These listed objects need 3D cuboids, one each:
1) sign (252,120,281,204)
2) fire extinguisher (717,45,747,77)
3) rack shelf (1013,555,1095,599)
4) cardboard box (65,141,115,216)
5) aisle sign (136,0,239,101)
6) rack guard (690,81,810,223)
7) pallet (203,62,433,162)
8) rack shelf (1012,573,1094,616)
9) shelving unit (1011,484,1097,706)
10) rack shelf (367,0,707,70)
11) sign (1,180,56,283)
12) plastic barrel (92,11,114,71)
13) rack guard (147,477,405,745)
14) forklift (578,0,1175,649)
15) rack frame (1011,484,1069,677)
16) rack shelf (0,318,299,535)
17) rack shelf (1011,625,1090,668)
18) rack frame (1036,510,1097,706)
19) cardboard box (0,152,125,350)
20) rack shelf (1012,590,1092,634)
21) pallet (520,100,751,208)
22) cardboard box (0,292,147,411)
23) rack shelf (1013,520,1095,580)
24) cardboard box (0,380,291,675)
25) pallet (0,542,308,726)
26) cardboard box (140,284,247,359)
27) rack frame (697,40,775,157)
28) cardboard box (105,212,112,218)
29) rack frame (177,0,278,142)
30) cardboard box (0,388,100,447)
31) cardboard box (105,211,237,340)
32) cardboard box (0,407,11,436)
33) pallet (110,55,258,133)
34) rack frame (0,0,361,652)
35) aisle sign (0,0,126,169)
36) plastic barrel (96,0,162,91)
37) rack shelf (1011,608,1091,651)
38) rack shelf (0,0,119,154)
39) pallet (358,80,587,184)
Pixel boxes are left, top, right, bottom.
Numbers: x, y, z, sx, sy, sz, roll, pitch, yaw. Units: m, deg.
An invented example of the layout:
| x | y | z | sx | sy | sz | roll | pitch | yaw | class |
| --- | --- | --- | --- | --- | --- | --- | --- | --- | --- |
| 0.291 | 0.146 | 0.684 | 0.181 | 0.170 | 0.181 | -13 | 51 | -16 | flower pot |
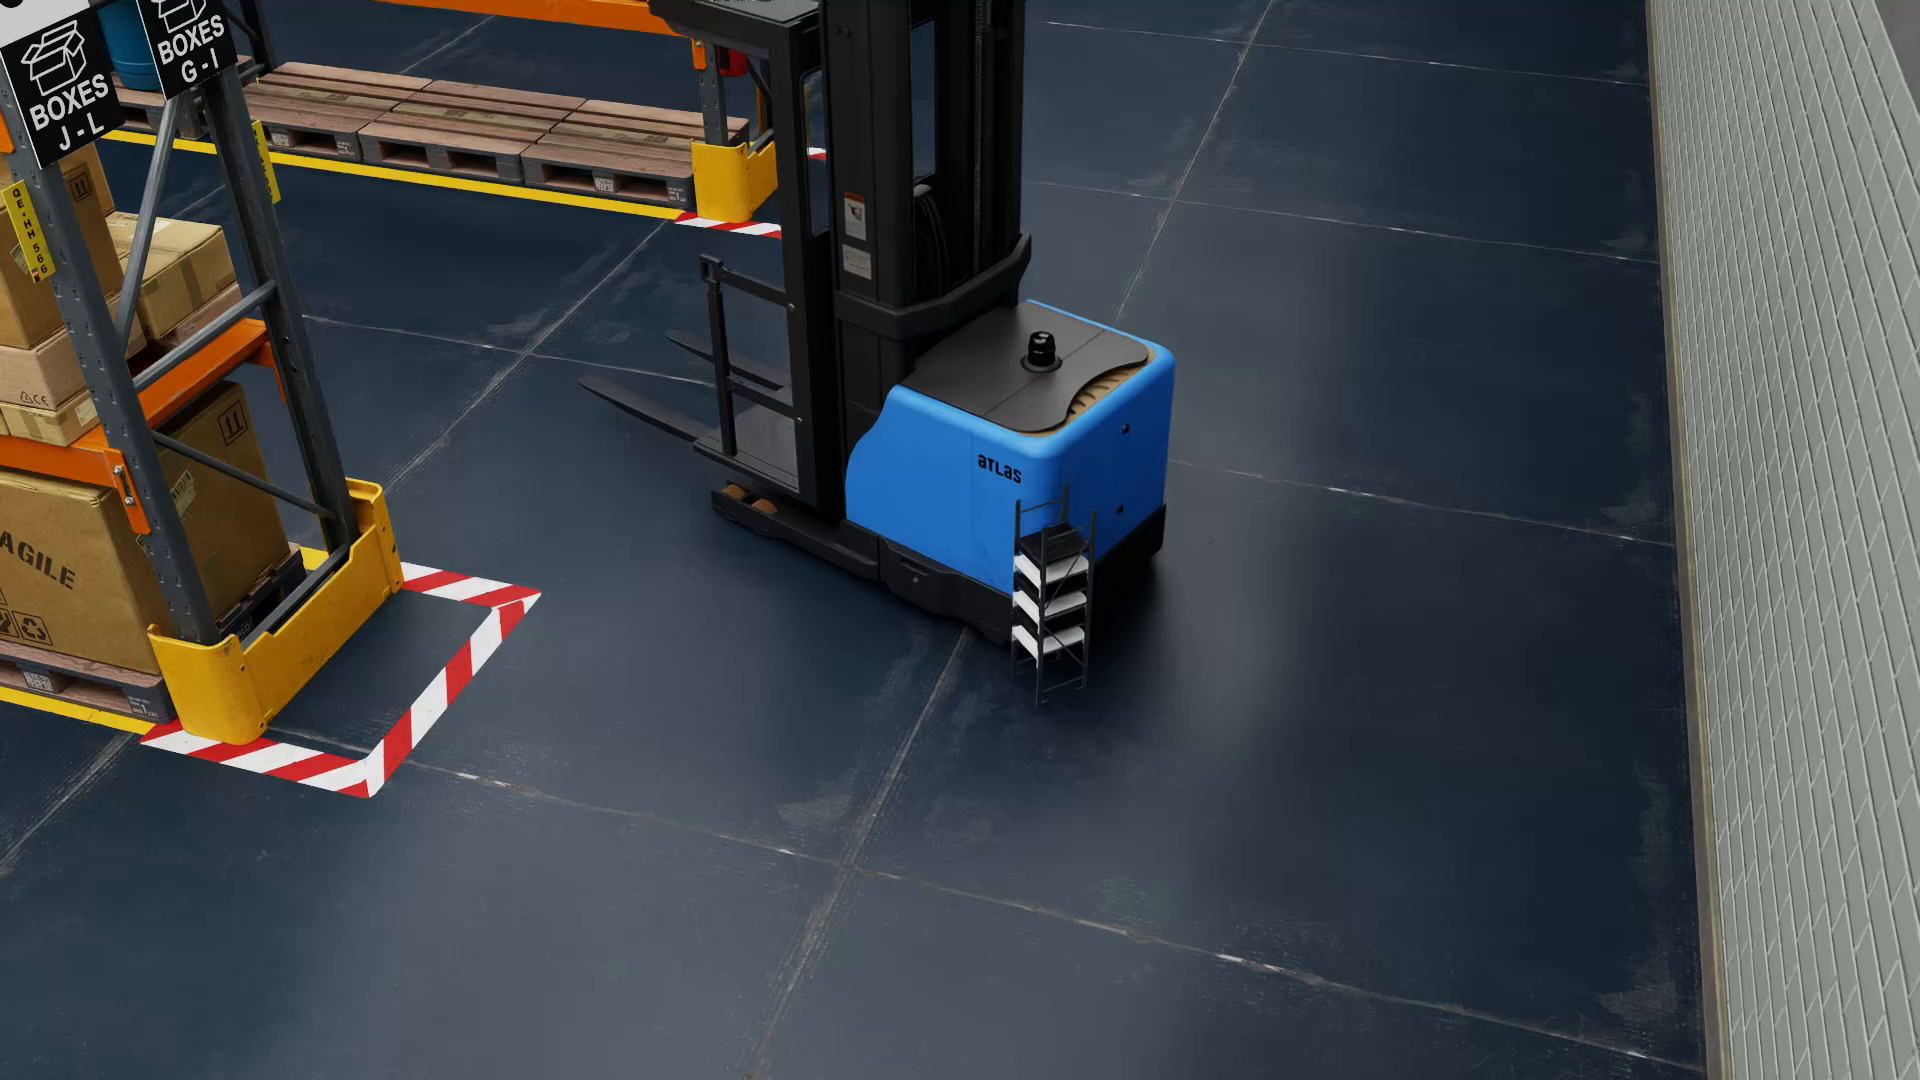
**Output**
| x | y | z | sx | sy | sz | roll | pitch | yaw | class |
| --- | --- | --- | --- | --- | --- | --- | --- | --- | --- |
| -2.675 | -1.437 | 6.375 | 0.005 | 0.325 | 0.100 | 10 | 38 | 14 | sign |
| -1.361 | -3.081 | 9.786 | 0.183 | 0.674 | 0.296 | 10 | 38 | 14 | fire extinguisher |
| 0.370 | 0.111 | 6.593 | 0.258 | 0.077 | 0.200 | -18 | 40 | -23 | rack shelf |
| -3.702 | -1.431 | 6.407 | 0.500 | 0.500 | 0.500 | 10 | 37 | 13 | cardboard box |
| -2.688 | -1.948 | 5.673 | 0.004 | 0.787 | 0.394 | 10 | 38 | 14 | aisle sign |
| -1.343 | -2.543 | 10.783 | 0.348 | 0.500 | 1.175 | 10 | 38 | 14 | rack guard |
| -4.474 | -3.022 | 11.678 | 1.213 | 0.211 | 1.003 | 10 | 38 | 14 | pallet |
| 0.370 | 0.183 | 6.646 | 0.258 | 0.077 | 0.200 | -18 | 40 | -23 | rack shelf |
| 0.370 | 0.229 | 6.680 | 0.258 | 0.900 | 0.210 | -18 | 40 | -23 | shelving unit |
| -3.279 | -3.610 | 10.731 | 4.000 | 0.370 | 1.077 | 10 | 38 | 14 | rack shelf |
| -3.022 | -1.001 | 5.403 | 0.005 | 0.325 | 0.100 | 10 | 38 | 14 | sign |
| -6.378 | -3.808 | 11.810 | 0.708 | 0.901 | 0.600 | 10 | 38 | 14 | plastic barrel |
| -2.824 | 0.267 | 6.965 | 0.348 | 0.500 | 1.175 | 10 | 38 | 14 | rack guard |
| -0.550 | -1.426 | 7.215 | 3.031 | 2.935 | 1.130 | 24 | 43 | 29 | forklift |
| 0.321 | 0.176 | 6.751 | 0.240 | 0.900 | 0.006 | -18 | 40 | -23 | rack frame |
| -4.756 | -0.808 | 6.924 | 4.000 | 0.370 | 1.077 | 10 | 38 | 14 | rack shelf |
| 0.370 | 0.401 | 6.806 | 0.258 | 0.077 | 0.200 | -18 | 40 | -23 | rack shelf |
| 0.420 | 0.282 | 6.608 | 0.240 | 0.900 | 0.006 | -18 | 40 | -23 | rack frame |
| -3.390 | -1.043 | 5.879 | 0.500 | 0.500 | 0.500 | 11 | 38 | 14 | cardboard box |
| 0.370 | 0.256 | 6.699 | 0.258 | 0.077 | 0.200 | -18 | 40 | -23 | rack shelf |
| -2.145 | -2.591 | 11.092 | 1.213 | 0.211 | 1.003 | 10 | 38 | 14 | pallet |
| -3.388 | -0.739 | 6.099 | 0.500 | 0.250 | 0.500 | 10 | 38 | 13 | cardboard box |
| 0.370 | 0.039 | 6.539 | 0.258 | 0.077 | 0.200 | -18 | 40 | -23 | rack shelf |
| -3.481 | -0.125 | 6.828 | 0.875 | 0.875 | 0.875 | 10 | 38 | 14 | cardboard box |
| -3.633 | 0.282 | 7.189 | 1.213 | 0.211 | 1.003 | 10 | 38 | 14 | pallet |
| -3.087 | -0.892 | 6.644 | 0.250 | 0.149 | 0.380 | 11 | 38 | 14 | cardboard box |
| -1.370 | -3.546 | 10.038 | 0.127 | 3.000 | 1.000 | 10 | 38 | 14 | rack frame |
| -3.722 | -1.129 | 6.629 | 0.500 | 0.250 | 0.500 | 10 | 38 | 13 | cardboard box |
| -5.188 | -4.253 | 10.998 | 0.127 | 3.000 | 1.000 | 10 | 38 | 14 | rack frame |
| -3.285 | -0.519 | 6.137 | 0.250 | 0.149 | 0.380 | 11 | 38 | 15 | cardboard box |
| -3.224 | -1.041 | 6.509 | 0.500 | 0.250 | 0.500 | 10 | 37 | 13 | cardboard box |
| -3.533 | -0.564 | 6.198 | 0.250 | 0.149 | 0.380 | 11 | 38 | 14 | cardboard box |
| -5.912 | -3.290 | 12.042 | 1.213 | 0.211 | 1.003 | 10 | 38 | 14 | pallet |
| -2.847 | -0.744 | 6.230 | 0.127 | 3.000 | 1.000 | 10 | 38 | 14 | rack frame |
| -2.867 | -1.608 | 5.212 | 0.004 | 0.787 | 0.394 | 10 | 38 | 14 | aisle sign |
| -5.702 | -3.683 | 11.640 | 0.708 | 0.901 | 0.600 | 10 | 38 | 14 | plastic barrel |
| 0.370 | 0.328 | 6.753 | 0.258 | 0.077 | 0.200 | -18 | 40 | -23 | rack shelf |
| -4.756 | -2.016 | 6.035 | 4.000 | 0.370 | 1.077 | 10 | 38 | 14 | rack shelf |
| -3.306 | -2.808 | 11.387 | 1.213 | 0.211 | 1.003 | 10 | 38 | 14 | pallet |
